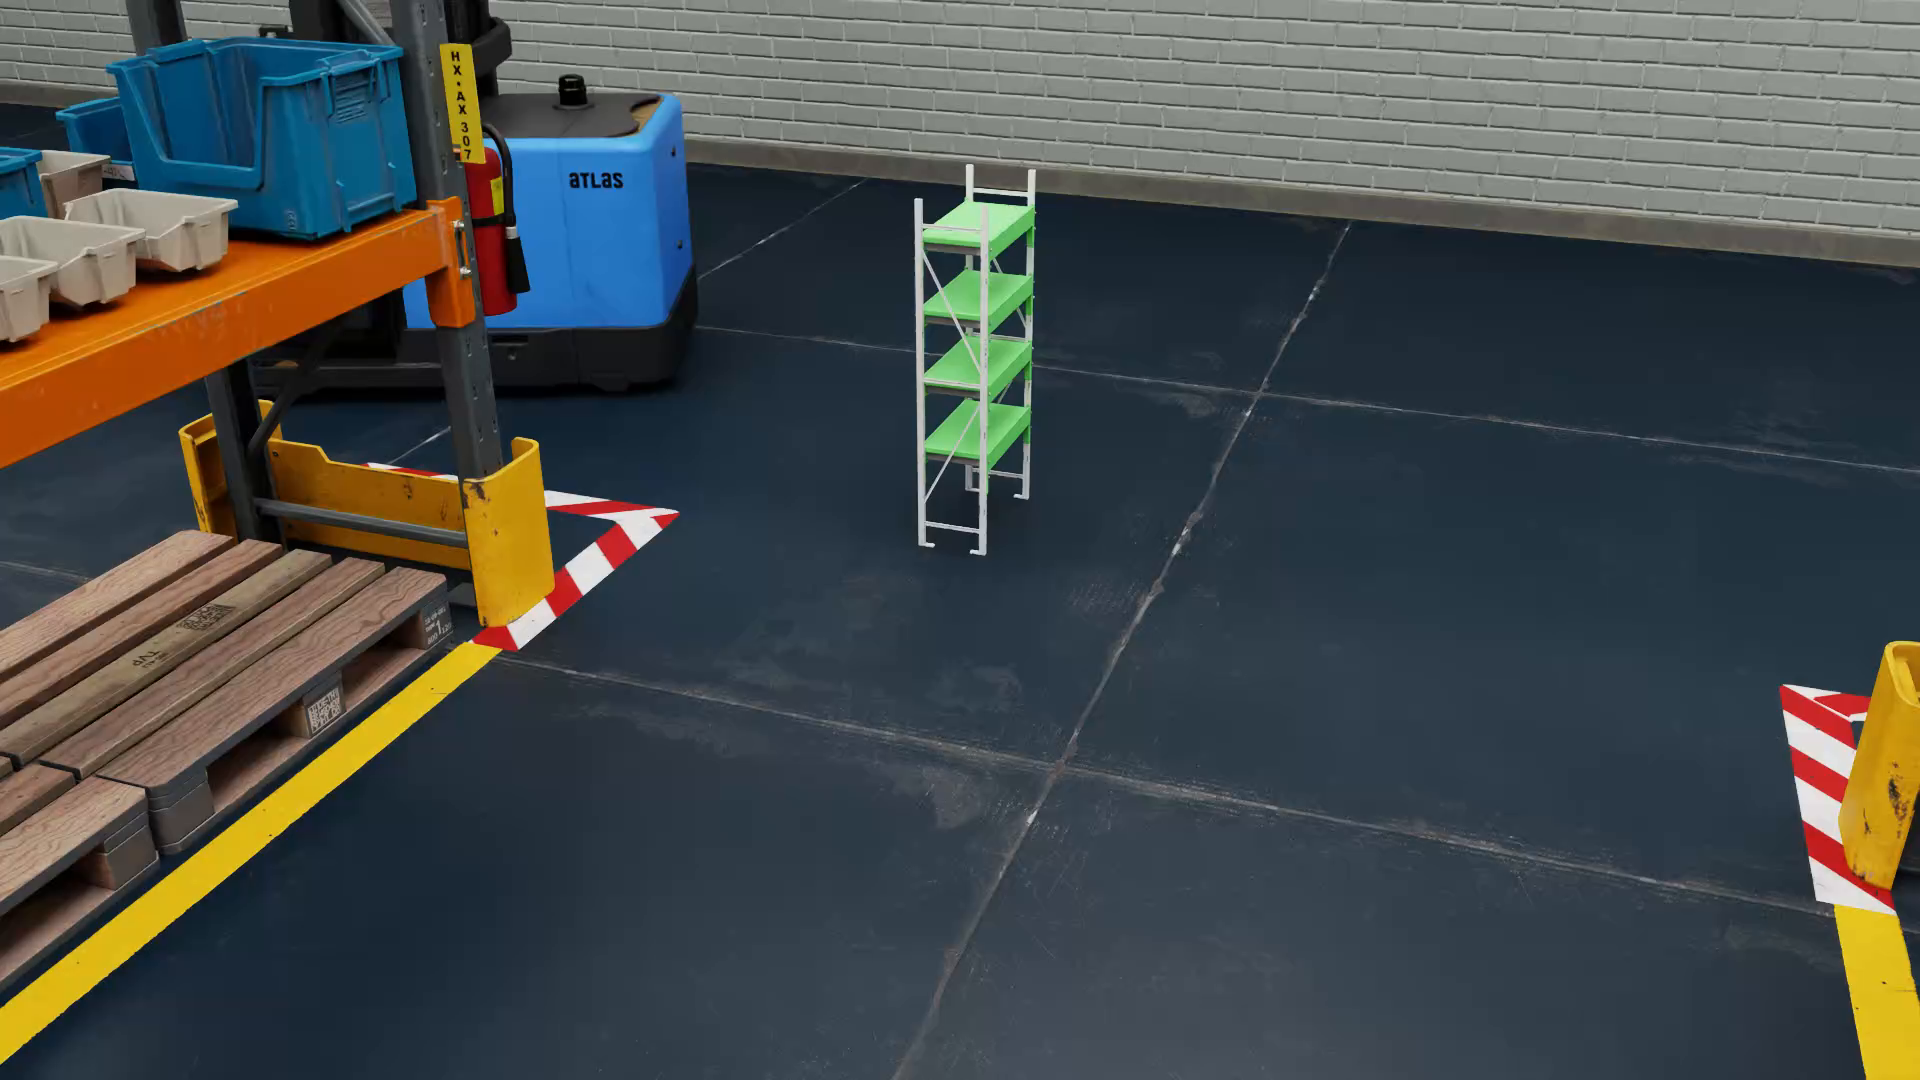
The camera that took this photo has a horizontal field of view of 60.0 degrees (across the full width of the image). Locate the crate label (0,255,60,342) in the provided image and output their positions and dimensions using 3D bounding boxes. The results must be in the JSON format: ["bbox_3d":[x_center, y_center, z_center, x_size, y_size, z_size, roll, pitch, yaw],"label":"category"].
[{"bbox_3d":[-2.188,-0.525,3.625,0.396,0.136,0.243,9,27,17],"label":"crate label"}]

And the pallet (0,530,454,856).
[{"bbox_3d":[-2.219,0.376,4.732,1.003,0.211,1.213,9,27,17],"label":"pallet"}]

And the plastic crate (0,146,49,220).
[{"bbox_3d":[-2.519,-0.840,4.166,0.416,0.233,0.300,9,27,17],"label":"plastic crate"}]

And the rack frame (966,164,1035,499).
[{"bbox_3d":[0.136,-0.708,5.836,0.240,1.200,0.015,9,27,17],"label":"rack frame"}]

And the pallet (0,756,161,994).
[{"bbox_3d":[-2.626,0.875,3.700,1.003,0.211,1.213,9,27,17],"label":"pallet"}]

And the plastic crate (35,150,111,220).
[{"bbox_3d":[-2.485,-0.948,4.499,0.250,0.136,0.298,9,27,17],"label":"plastic crate"}]

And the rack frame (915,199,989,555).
[{"bbox_3d":[-0.026,-0.508,5.422,0.240,1.200,0.015,9,27,17],"label":"rack frame"}]

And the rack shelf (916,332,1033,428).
[{"bbox_3d":[0.055,-0.551,5.657,0.258,0.148,0.480,9,27,17],"label":"rack shelf"}]

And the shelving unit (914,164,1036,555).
[{"bbox_3d":[0.055,-0.608,5.629,0.258,1.200,0.503,9,27,17],"label":"shelving unit"}]

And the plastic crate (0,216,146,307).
[{"bbox_3d":[-2.118,-0.643,3.869,0.396,0.136,0.243,9,27,17],"label":"plastic crate"}]

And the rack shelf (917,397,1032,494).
[{"bbox_3d":[0.055,-0.335,5.761,0.258,0.148,0.480,9,27,17],"label":"rack shelf"}]

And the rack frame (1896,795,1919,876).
[{"bbox_3d":[2.763,-0.495,3.329,1.000,3.000,0.127,9,27,17],"label":"rack frame"}]

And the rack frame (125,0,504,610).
[{"bbox_3d":[-1.908,-1.213,4.813,1.000,3.000,0.127,9,27,17],"label":"rack frame"}]

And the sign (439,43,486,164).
[{"bbox_3d":[-1.384,-1.213,4.626,0.100,0.325,0.005,9,27,17],"label":"sign"}]

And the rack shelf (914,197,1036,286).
[{"bbox_3d":[0.055,-0.983,5.448,0.258,0.148,0.480,9,27,17],"label":"rack shelf"}]

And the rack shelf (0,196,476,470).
[{"bbox_3d":[-2.573,-0.067,3.272,1.077,0.370,4.000,9,27,17],"label":"rack shelf"}]

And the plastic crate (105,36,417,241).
[{"bbox_3d":[-1.843,-1.091,4.452,0.616,0.435,0.499,9,27,17],"label":"plastic crate"}]

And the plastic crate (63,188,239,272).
[{"bbox_3d":[-2.008,-0.760,4.111,0.396,0.136,0.243,9,27,17],"label":"plastic crate"}]

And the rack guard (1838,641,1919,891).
[{"bbox_3d":[2.771,0.621,3.894,1.175,0.500,0.348,9,27,17],"label":"rack guard"}]

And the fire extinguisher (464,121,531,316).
[{"bbox_3d":[-1.429,-1.006,4.903,0.296,0.674,0.183,9,27,17],"label":"fire extinguisher"}]

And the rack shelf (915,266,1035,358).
[{"bbox_3d":[0.055,-0.767,5.552,0.258,0.148,0.480,9,27,17],"label":"rack shelf"}]

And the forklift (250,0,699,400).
[{"bbox_3d":[-2.730,-2.129,6.783,3.031,2.935,1.130,0,26,-1],"label":"forklift"}]

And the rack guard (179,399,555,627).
[{"bbox_3d":[-1.912,-0.099,5.382,1.175,0.500,0.348,9,27,17],"label":"rack guard"}]

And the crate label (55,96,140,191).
[{"bbox_3d":[-2.300,-1.111,4.725,0.416,0.233,0.303,9,27,17],"label":"crate label"}]
